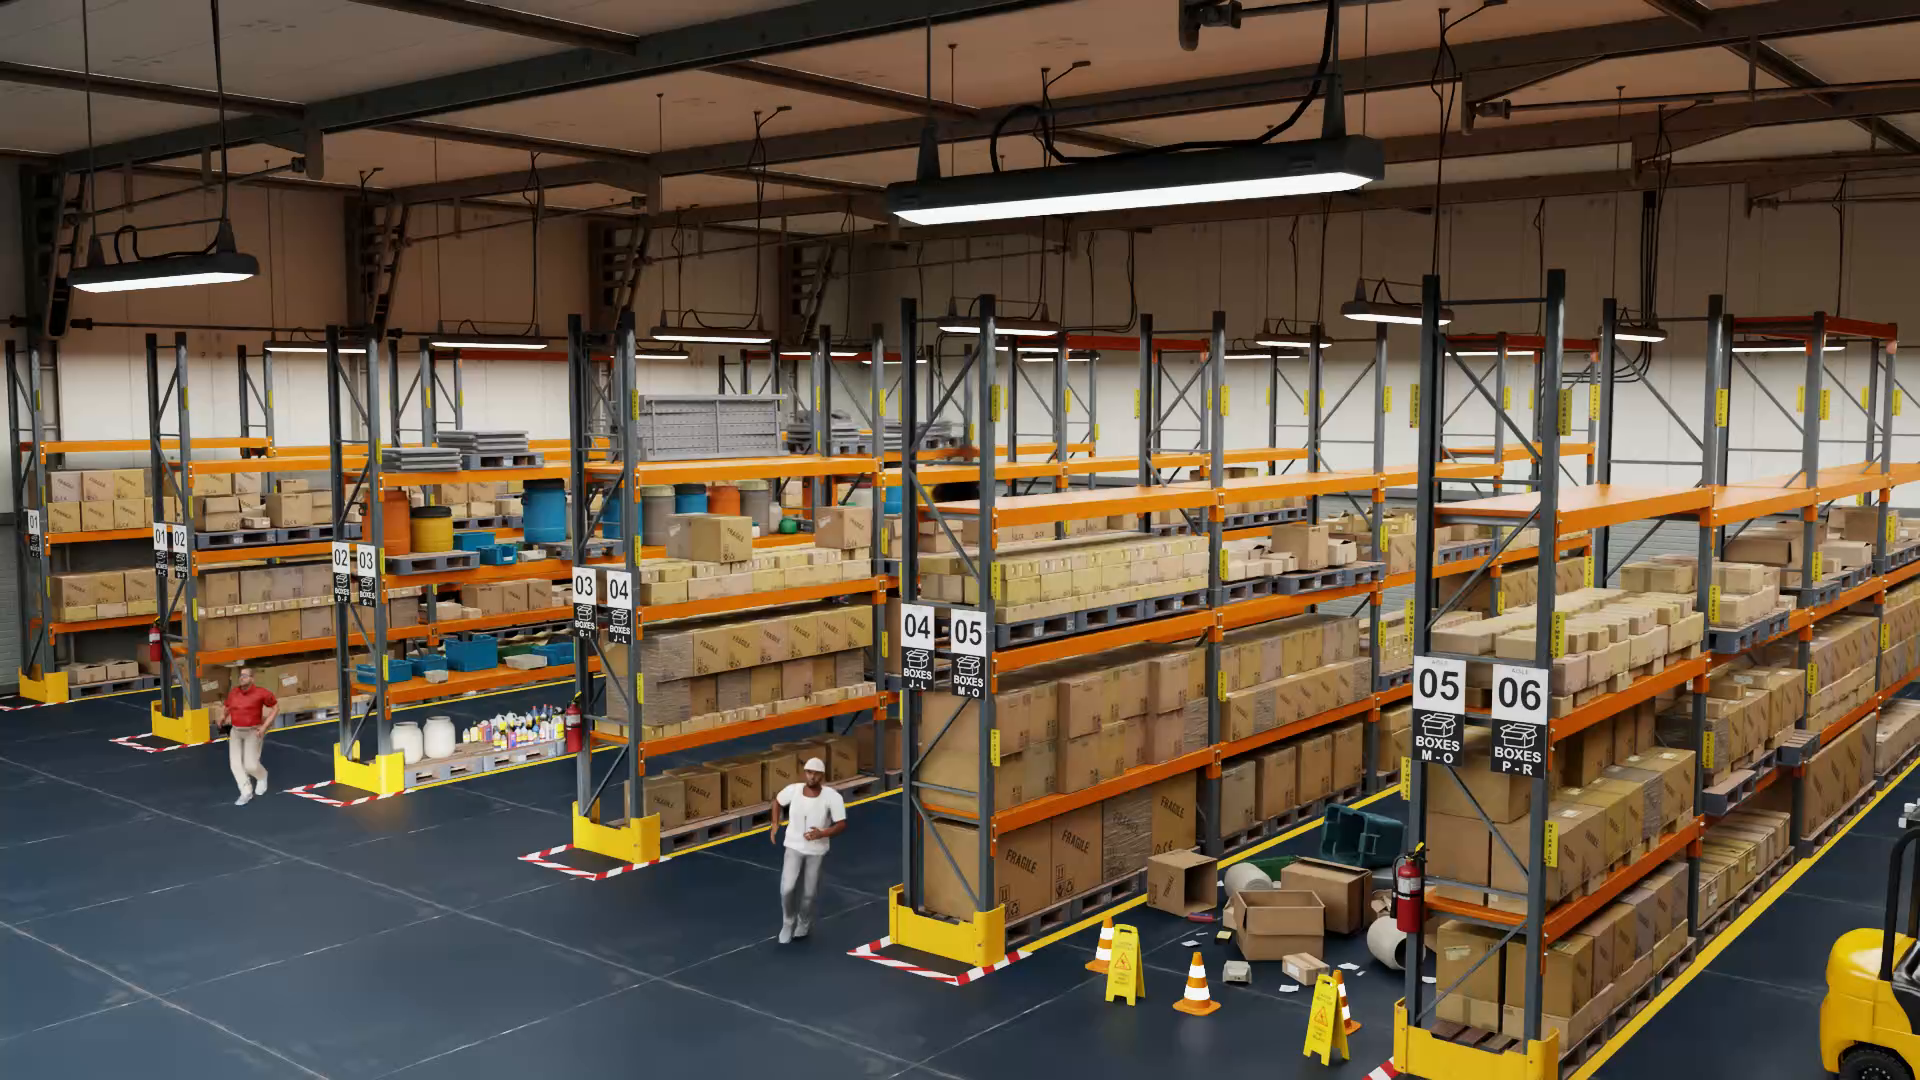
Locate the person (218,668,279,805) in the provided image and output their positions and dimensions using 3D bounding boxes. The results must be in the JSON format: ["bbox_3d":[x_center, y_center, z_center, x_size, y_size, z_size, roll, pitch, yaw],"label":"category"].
[{"bbox_3d":[-8.977,2.461,20.902,0.701,1.694,0.588,1,5,8],"label":"person"}]

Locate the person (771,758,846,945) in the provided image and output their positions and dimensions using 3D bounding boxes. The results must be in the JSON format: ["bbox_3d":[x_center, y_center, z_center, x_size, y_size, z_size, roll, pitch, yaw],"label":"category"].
[{"bbox_3d":[-1.419,2.908,15.568,0.721,1.762,0.632,0,5,-1],"label":"person"}]

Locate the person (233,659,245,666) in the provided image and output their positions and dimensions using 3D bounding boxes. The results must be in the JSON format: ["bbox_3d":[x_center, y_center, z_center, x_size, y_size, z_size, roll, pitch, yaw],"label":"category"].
[{"bbox_3d":[-11.764,1.789,27.216,0.645,1.799,0.899,3,6,26],"label":"person"}]
